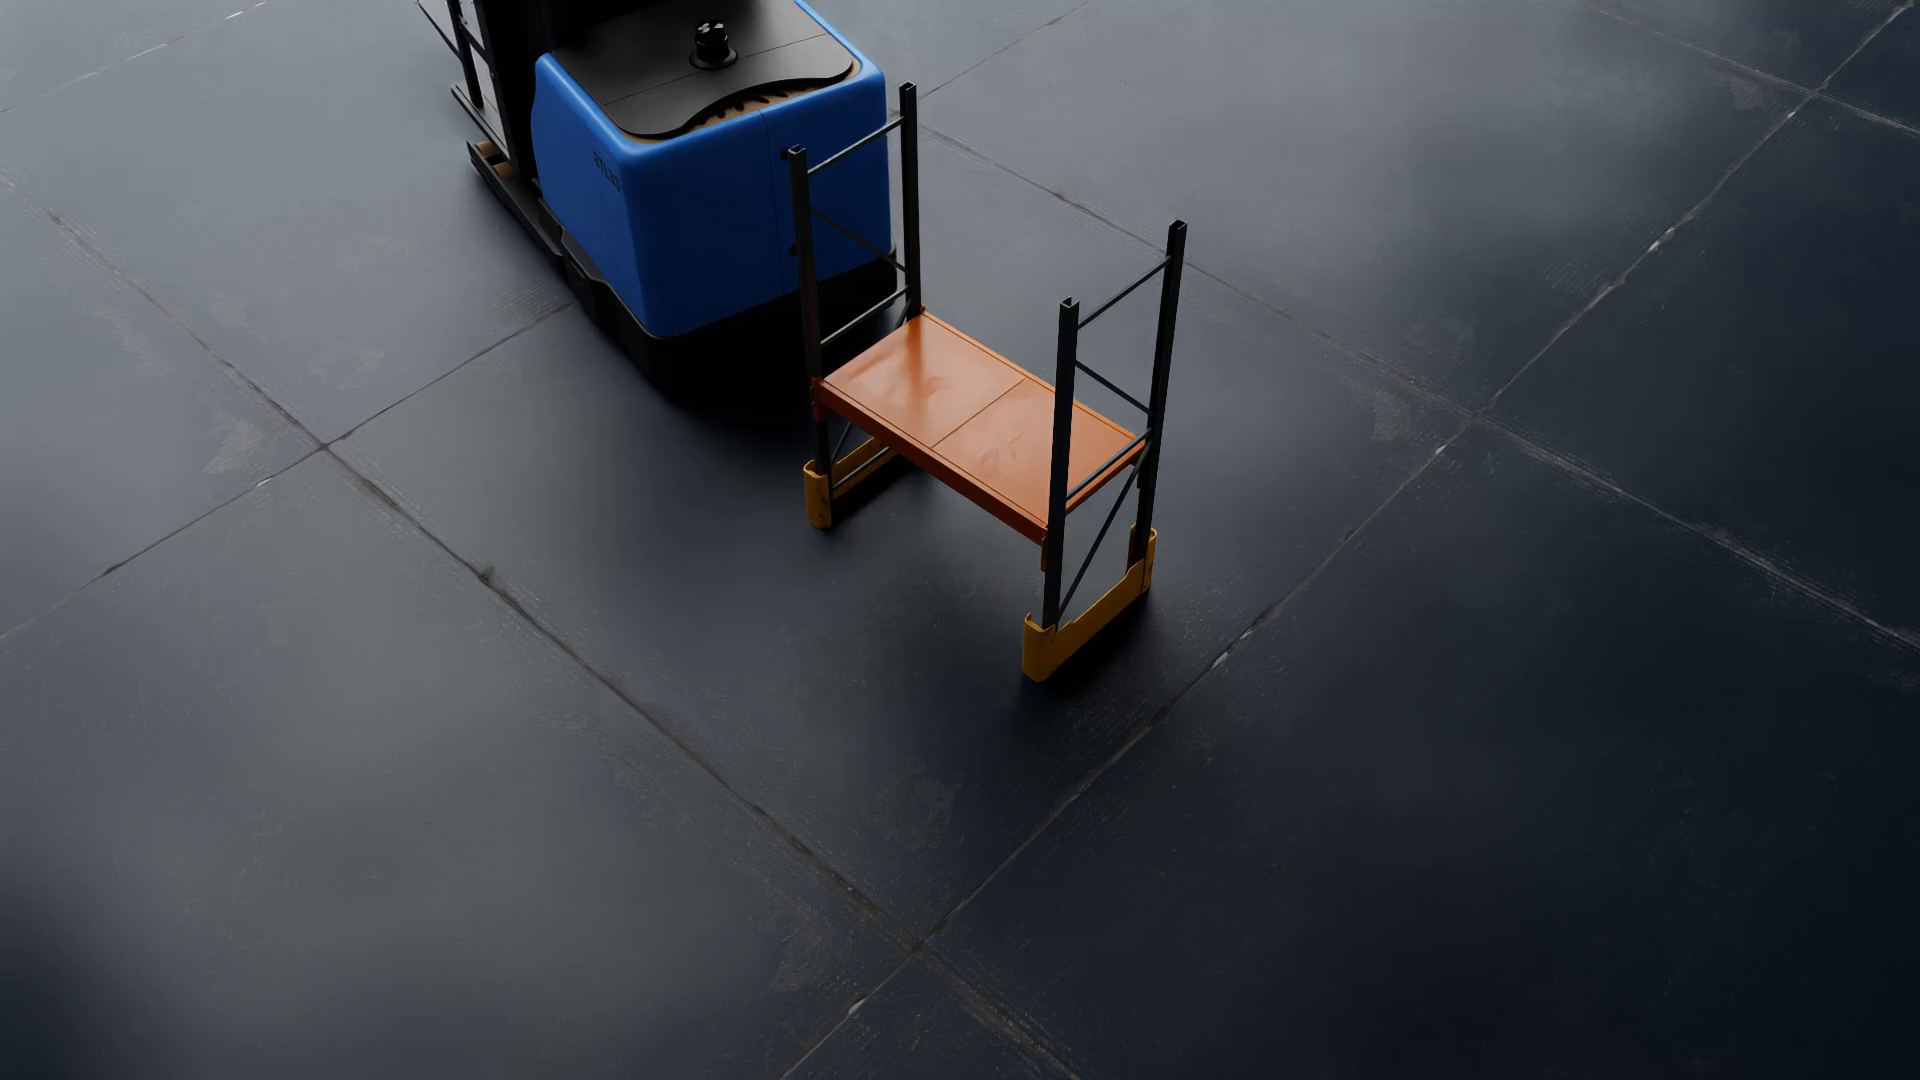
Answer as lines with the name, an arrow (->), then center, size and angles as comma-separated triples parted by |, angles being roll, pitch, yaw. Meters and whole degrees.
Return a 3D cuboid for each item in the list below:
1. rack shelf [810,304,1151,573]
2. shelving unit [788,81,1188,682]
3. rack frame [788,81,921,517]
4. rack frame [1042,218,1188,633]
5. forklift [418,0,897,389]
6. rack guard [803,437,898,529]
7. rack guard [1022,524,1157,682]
rack shelf -> 0.063, -0.348, 5.295 | 1.000, 0.185, 0.538 | 34, 55, 28
shelving unit -> 0.056, -0.476, 5.168 | 1.083, 1.500, 0.587 | 34, 55, 28
rack frame -> -0.311, -0.723, 5.400 | 0.032, 1.500, 0.500 | 34, 55, 28
rack frame -> 0.436, -0.220, 4.928 | 0.032, 1.500, 0.500 | 34, 55, 28
forklift -> -1.463, -2.619, 6.198 | 1.130, 2.935, 3.031 | -25, 52, -22
rack guard -> -0.310, -0.294, 5.855 | 0.087, 0.250, 0.587 | 34, 55, 28
rack guard -> 0.422, 0.198, 5.392 | 0.087, 0.250, 0.587 | 34, 55, 28
